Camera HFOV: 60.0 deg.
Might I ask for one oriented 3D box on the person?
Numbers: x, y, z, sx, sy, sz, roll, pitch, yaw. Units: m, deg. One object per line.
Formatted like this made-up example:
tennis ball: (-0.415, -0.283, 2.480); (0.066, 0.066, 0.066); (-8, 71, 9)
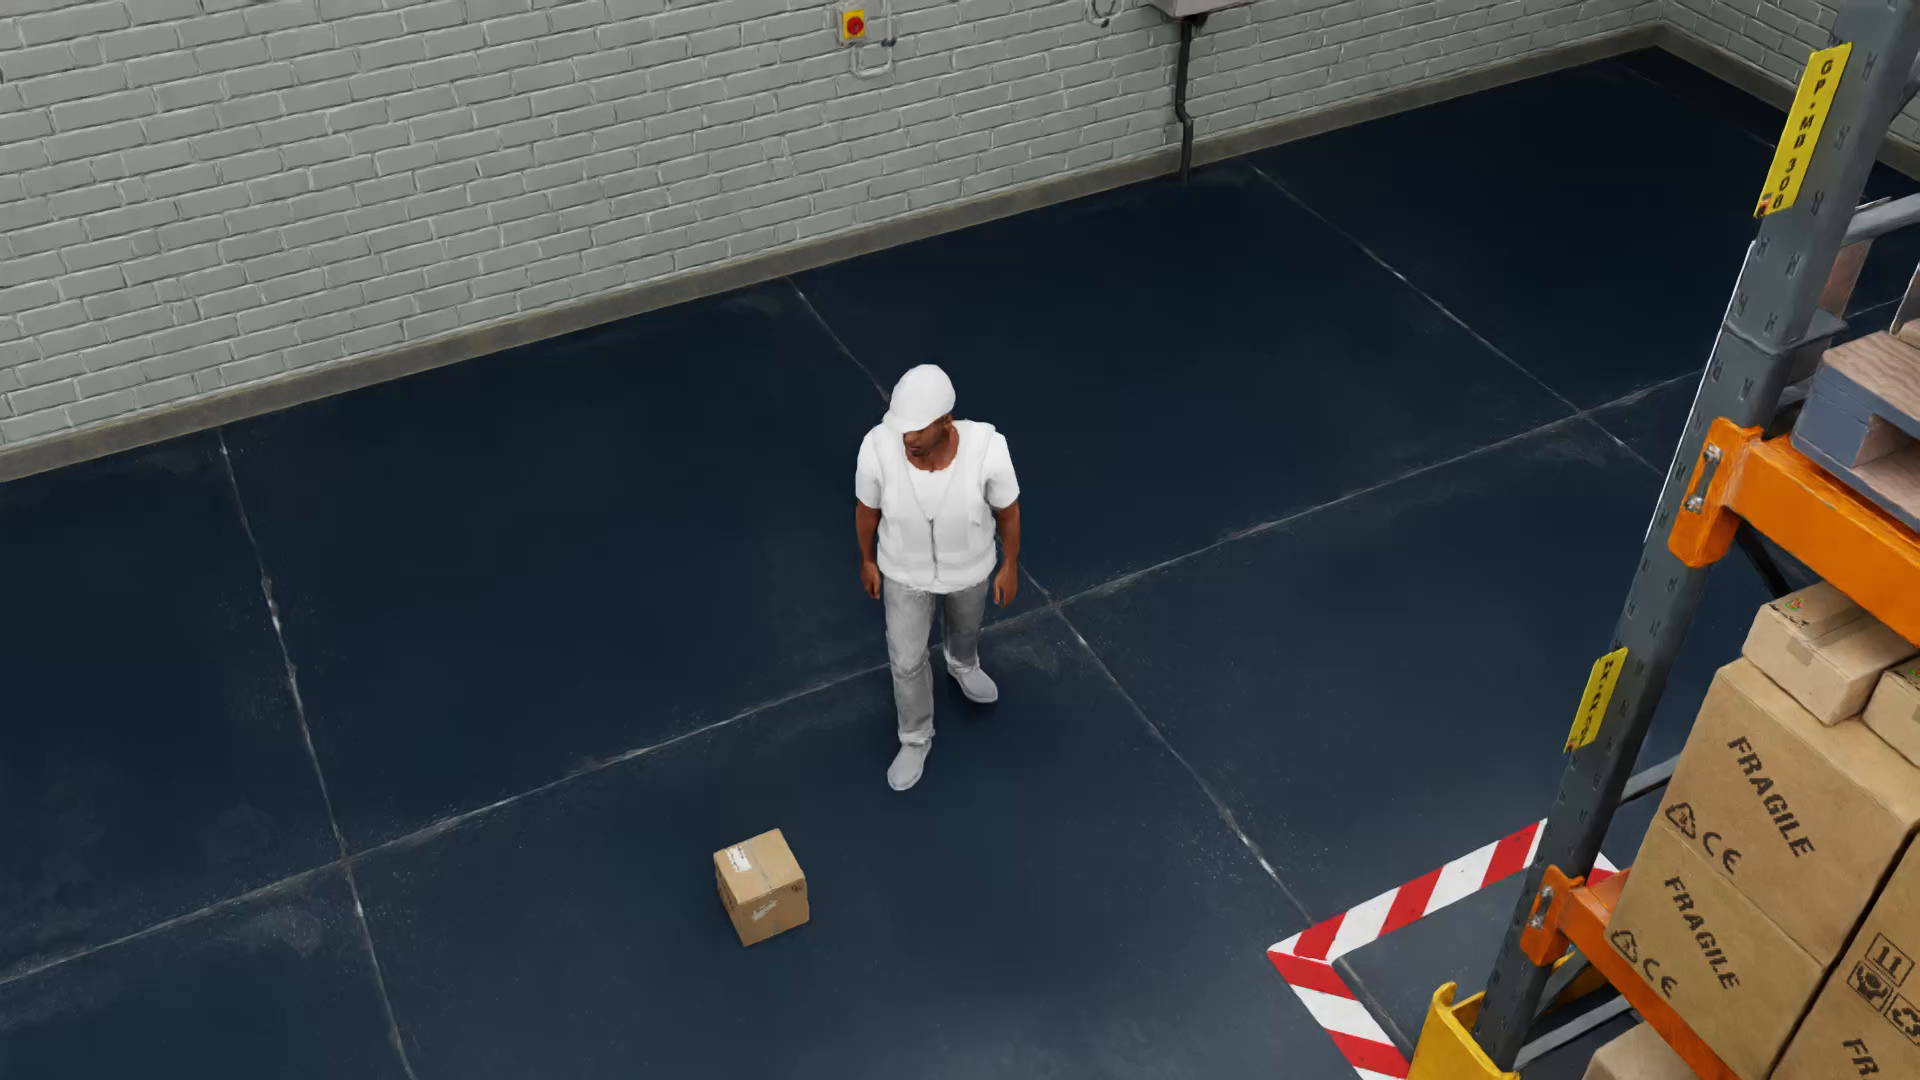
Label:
person: (-0.077, 0.080, 6.049); (0.592, 1.758, 0.692); (-1, 41, -1)
